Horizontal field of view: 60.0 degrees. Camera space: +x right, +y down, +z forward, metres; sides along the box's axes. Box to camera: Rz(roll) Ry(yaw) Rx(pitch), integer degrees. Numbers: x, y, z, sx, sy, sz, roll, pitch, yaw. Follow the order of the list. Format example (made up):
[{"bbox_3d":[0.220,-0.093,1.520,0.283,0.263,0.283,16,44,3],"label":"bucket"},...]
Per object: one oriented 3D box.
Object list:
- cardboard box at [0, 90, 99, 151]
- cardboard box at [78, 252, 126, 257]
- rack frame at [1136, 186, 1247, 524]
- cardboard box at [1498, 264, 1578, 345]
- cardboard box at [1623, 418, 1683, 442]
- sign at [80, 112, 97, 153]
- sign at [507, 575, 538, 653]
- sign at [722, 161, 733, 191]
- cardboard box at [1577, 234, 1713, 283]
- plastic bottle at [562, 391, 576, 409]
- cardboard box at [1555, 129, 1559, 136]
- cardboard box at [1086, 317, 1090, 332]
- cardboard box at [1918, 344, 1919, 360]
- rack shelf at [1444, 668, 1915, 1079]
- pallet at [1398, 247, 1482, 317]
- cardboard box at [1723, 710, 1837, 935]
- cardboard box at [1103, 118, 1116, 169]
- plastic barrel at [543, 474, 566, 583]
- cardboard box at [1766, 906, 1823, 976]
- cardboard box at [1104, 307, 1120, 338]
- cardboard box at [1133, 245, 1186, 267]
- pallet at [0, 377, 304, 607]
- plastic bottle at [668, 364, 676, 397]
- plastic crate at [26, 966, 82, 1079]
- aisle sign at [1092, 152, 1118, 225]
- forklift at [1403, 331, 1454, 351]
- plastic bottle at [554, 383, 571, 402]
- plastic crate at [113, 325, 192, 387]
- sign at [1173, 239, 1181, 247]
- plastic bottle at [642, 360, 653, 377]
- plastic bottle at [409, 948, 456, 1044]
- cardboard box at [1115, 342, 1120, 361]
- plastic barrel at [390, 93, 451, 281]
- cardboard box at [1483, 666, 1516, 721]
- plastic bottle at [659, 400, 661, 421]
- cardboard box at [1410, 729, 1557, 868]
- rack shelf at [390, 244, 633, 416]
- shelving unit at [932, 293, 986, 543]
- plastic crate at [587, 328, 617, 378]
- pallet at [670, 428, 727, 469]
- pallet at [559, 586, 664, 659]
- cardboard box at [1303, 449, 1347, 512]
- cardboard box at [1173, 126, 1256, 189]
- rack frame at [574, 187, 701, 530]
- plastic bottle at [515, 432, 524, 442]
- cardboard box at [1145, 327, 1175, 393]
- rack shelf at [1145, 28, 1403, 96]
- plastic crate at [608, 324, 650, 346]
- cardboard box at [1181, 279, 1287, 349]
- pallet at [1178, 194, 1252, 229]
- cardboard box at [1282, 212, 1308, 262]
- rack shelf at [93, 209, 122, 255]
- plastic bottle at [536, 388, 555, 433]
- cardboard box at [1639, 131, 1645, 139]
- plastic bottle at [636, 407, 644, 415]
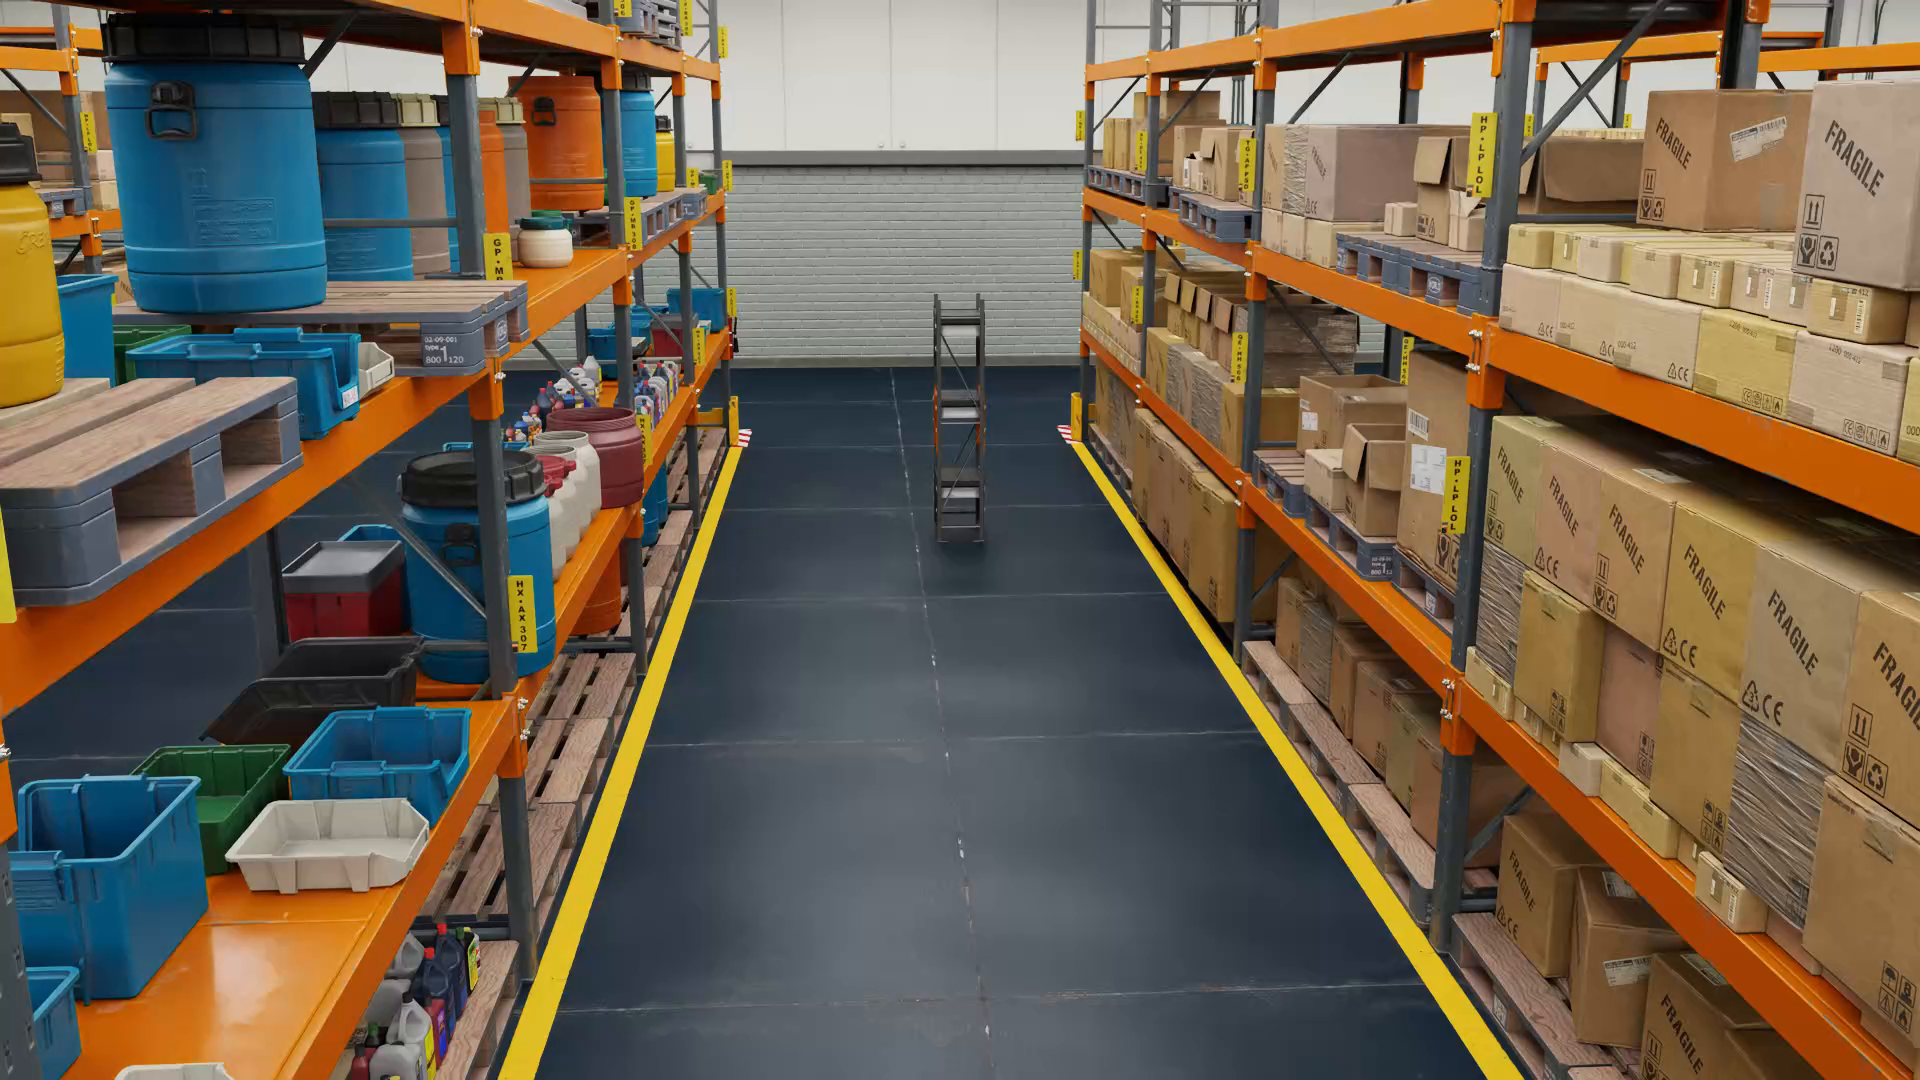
[{"bbox_3d":[-7.840,-3.577,14.183,0.700,0.500,0.500,-1,14,-3],"label":"cardboard box"},{"bbox_3d":[-8.157,-2.504,16.031,0.500,0.500,0.500,-1,14,-4],"label":"cardboard box"},{"bbox_3d":[2.116,-1.624,14.817,1.000,3.000,0.127,-1,14,-3],"label":"rack frame"},{"bbox_3d":[2.384,-0.898,6.278,0.500,0.250,0.500,-1,15,-6],"label":"cardboard box"},{"bbox_3d":[2.914,-0.203,6.491,0.500,0.500,0.500,-1,14,-3],"label":"cardboard box"},{"bbox_3d":[-7.218,-3.375,13.775,0.100,0.325,0.005,-1,14,-3],"label":"sign"},{"bbox_3d":[-1.782,0.303,6.774,0.100,0.325,0.005,-1,14,-3],"label":"sign"},{"bbox_3d":[-2.528,-3.956,18.074,0.100,0.325,0.005,-1,14,-3],"label":"sign"},{"bbox_3d":[2.404,-0.988,5.829,0.380,0.149,0.250,-1,14,-3],"label":"cardboard box"},{"bbox_3d":[-2.972,-1.000,12.653,0.097,0.271,0.097,0,14,0],"label":"plastic bottle"},{"bbox_3d":[6.615,-4.337,17.842,0.380,0.149,0.250,0,14,-1],"label":"cardboard box"},{"bbox_3d":[1.578,-2.339,18.103,0.380,0.149,0.250,-1,14,-4],"label":"cardboard box"},{"bbox_3d":[2.466,-0.471,3.820,0.380,0.149,0.250,-1,14,-3],"label":"cardboard box"},{"bbox_3d":[2.735,1.212,5.240,1.077,0.370,4.000,-1,14,-3],"label":"rack shelf"},{"bbox_3d":[2.679,-1.151,7.337,1.213,0.211,1.003,-1,14,-3],"label":"pallet"},{"bbox_3d":[2.714,0.784,4.663,0.875,0.500,0.500,-1,14,-3],"label":"cardboard box"},{"bbox_3d":[1.868,-4.101,17.181,0.700,0.500,0.500,-1,14,-5],"label":"cardboard box"},{"bbox_3d":[-2.218,-0.047,8.417,0.433,0.535,0.433,0,14,0],"label":"plastic barrel"},{"bbox_3d":[2.542,1.104,4.719,0.380,0.149,0.250,-1,14,-3],"label":"cardboard box"},{"bbox_3d":[1.732,-2.182,16.692,0.500,0.250,0.500,-1,14,-5],"label":"cardboard box"},{"bbox_3d":[2.160,-2.936,18.116,0.500,0.500,0.500,-1,14,-3],"label":"cardboard box"},{"bbox_3d":[-2.038,-0.131,3.375,1.003,0.211,1.213,-1,14,-3],"label":"pallet"},{"bbox_3d":[-2.421,-1.341,13.951,0.061,0.283,0.133,-1,14,-3],"label":"plastic bottle"},{"bbox_3d":[-2.448,1.228,4.033,0.499,0.251,0.408,-1,14,-3],"label":"plastic crate"},{"bbox_3d":[1.564,-3.891,18.411,0.394,0.787,0.004,-1,14,-3],"label":"aisle sign"},{"bbox_3d":[4.514,-1.598,14.856,1.130,2.935,3.031,-1,14,-4],"label":"forklift"},{"bbox_3d":[-3.108,-1.078,12.945,0.152,0.276,0.135,-1,14,-3],"label":"plastic bottle"},{"bbox_3d":[-2.506,-0.511,4.898,0.336,0.188,0.450,-1,14,-3],"label":"plastic crate"},{"bbox_3d":[2.410,-3.299,18.528,0.100,0.325,0.005,-1,14,-3],"label":"sign"},{"bbox_3d":[-2.588,-1.297,13.648,0.144,0.351,0.185,-1,14,-3],"label":"plastic bottle"},{"bbox_3d":[-1.993,1.716,6.271,0.144,0.351,0.185,-2,15,-6],"label":"plastic bottle"},{"bbox_3d":[1.706,-1.829,16.118,0.380,0.149,0.250,-1,14,-2],"label":"cardboard box"},{"bbox_3d":[-2.621,-1.539,7.461,0.600,0.901,0.600,0,14,0],"label":"plastic barrel"},{"bbox_3d":[2.327,0.608,6.647,0.380,0.149,0.250,-1,14,-3],"label":"cardboard box"},{"bbox_3d":[-2.370,-1.022,12.877,0.097,0.201,0.097,0,14,0],"label":"plastic bottle"},{"bbox_3d":[2.595,1.211,7.935,0.700,0.500,0.500,-2,15,-8],"label":"cardboard box"},{"bbox_3d":[-2.456,-1.159,8.436,1.077,0.370,4.000,-1,14,-3],"label":"rack shelf"},{"bbox_3d":[-0.010,-1.058,14.425,0.431,2.100,0.503,-1,14,-3],"label":"shelving unit"},{"bbox_3d":[-3.197,-1.679,14.945,0.392,0.384,0.575,-1,14,-3],"label":"plastic crate"},{"bbox_3d":[-3.063,-0.986,17.934,1.003,0.211,1.213,-1,14,-3],"label":"pallet"},{"bbox_3d":[-2.670,0.603,11.760,1.003,0.211,1.213,-1,14,-3],"label":"pallet"},{"bbox_3d":[2.238,-0.339,9.283,0.500,0.250,0.500,-1,14,-5],"label":"cardboard box"},{"bbox_3d":[2.162,-3.184,13.818,0.700,0.500,0.500,-1,14,-2],"label":"cardboard box"},{"bbox_3d":[-2.828,-1.547,14.519,1.000,3.000,0.127,-1,14,-3],"label":"rack frame"},{"bbox_3d":[-3.034,-0.636,11.379,0.097,0.201,0.097,0,14,0],"label":"plastic bottle"},{"bbox_3d":[1.895,-1.554,14.344,0.500,0.500,0.500,-1,14,-3],"label":"cardboard box"},{"bbox_3d":[2.240,-3.489,12.275,1.077,0.370,4.000,-1,14,-3],"label":"rack shelf"},{"bbox_3d":[-3.289,-2.021,16.578,0.416,0.233,0.300,-1,14,-3],"label":"plastic crate"},{"bbox_3d":[2.194,-1.828,13.398,0.797,0.503,0.637,-1,14,-3],"label":"cardboard box"},{"bbox_3d":[2.198,-2.427,12.300,1.003,0.211,1.213,0,14,-1],"label":"pallet"},{"bbox_3d":[2.170,-1.760,9.629,0.500,0.250,0.500,-1,14,-2],"label":"cardboard box"},{"bbox_3d":[-7.896,-3.073,15.875,1.077,0.370,4.000,-1,14,-3],"label":"rack shelf"},{"bbox_3d":[-3.070,-0.947,12.286,0.144,0.351,0.185,-1,14,-3],"label":"plastic bottle"},{"bbox_3d":[6.707,-3.823,15.843,0.380,0.149,0.250,-1,15,-6],"label":"cardboard box"},{"bbox_3d":[-2.290,-0.815,11.908,0.061,0.283,0.133,-1,14,-3],"label":"plastic bottle"}]
